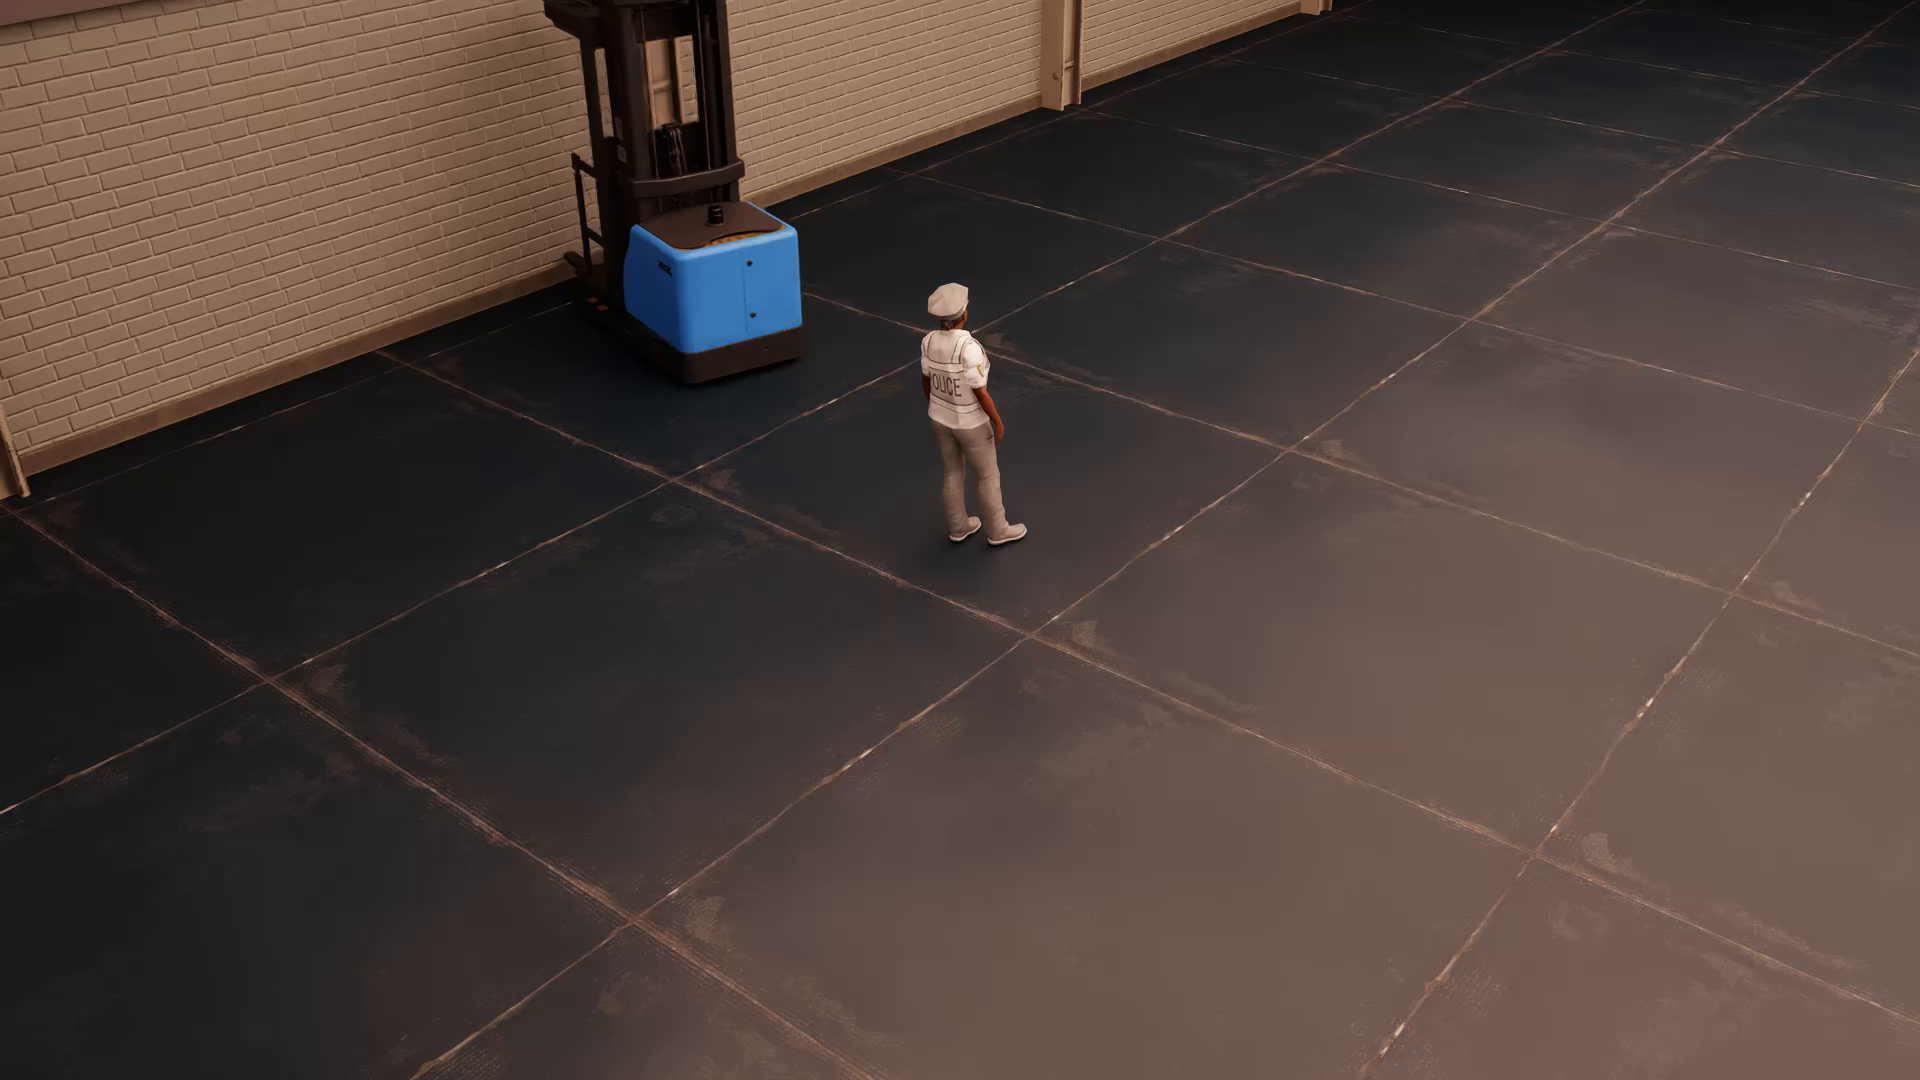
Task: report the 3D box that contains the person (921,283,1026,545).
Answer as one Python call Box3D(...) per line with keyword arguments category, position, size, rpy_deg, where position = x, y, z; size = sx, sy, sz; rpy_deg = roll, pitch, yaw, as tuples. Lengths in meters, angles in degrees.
Box3D(category="person", position=(0.063, -0.761, 10.109), size=(0.569, 1.695, 0.528), rpy_deg=(22, 37, 33))

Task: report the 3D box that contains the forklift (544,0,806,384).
Box3D(category="forklift", position=(-2.435, -3.123, 12.939), size=(1.130, 2.935, 3.031), rpy_deg=(-19, 35, -29))
